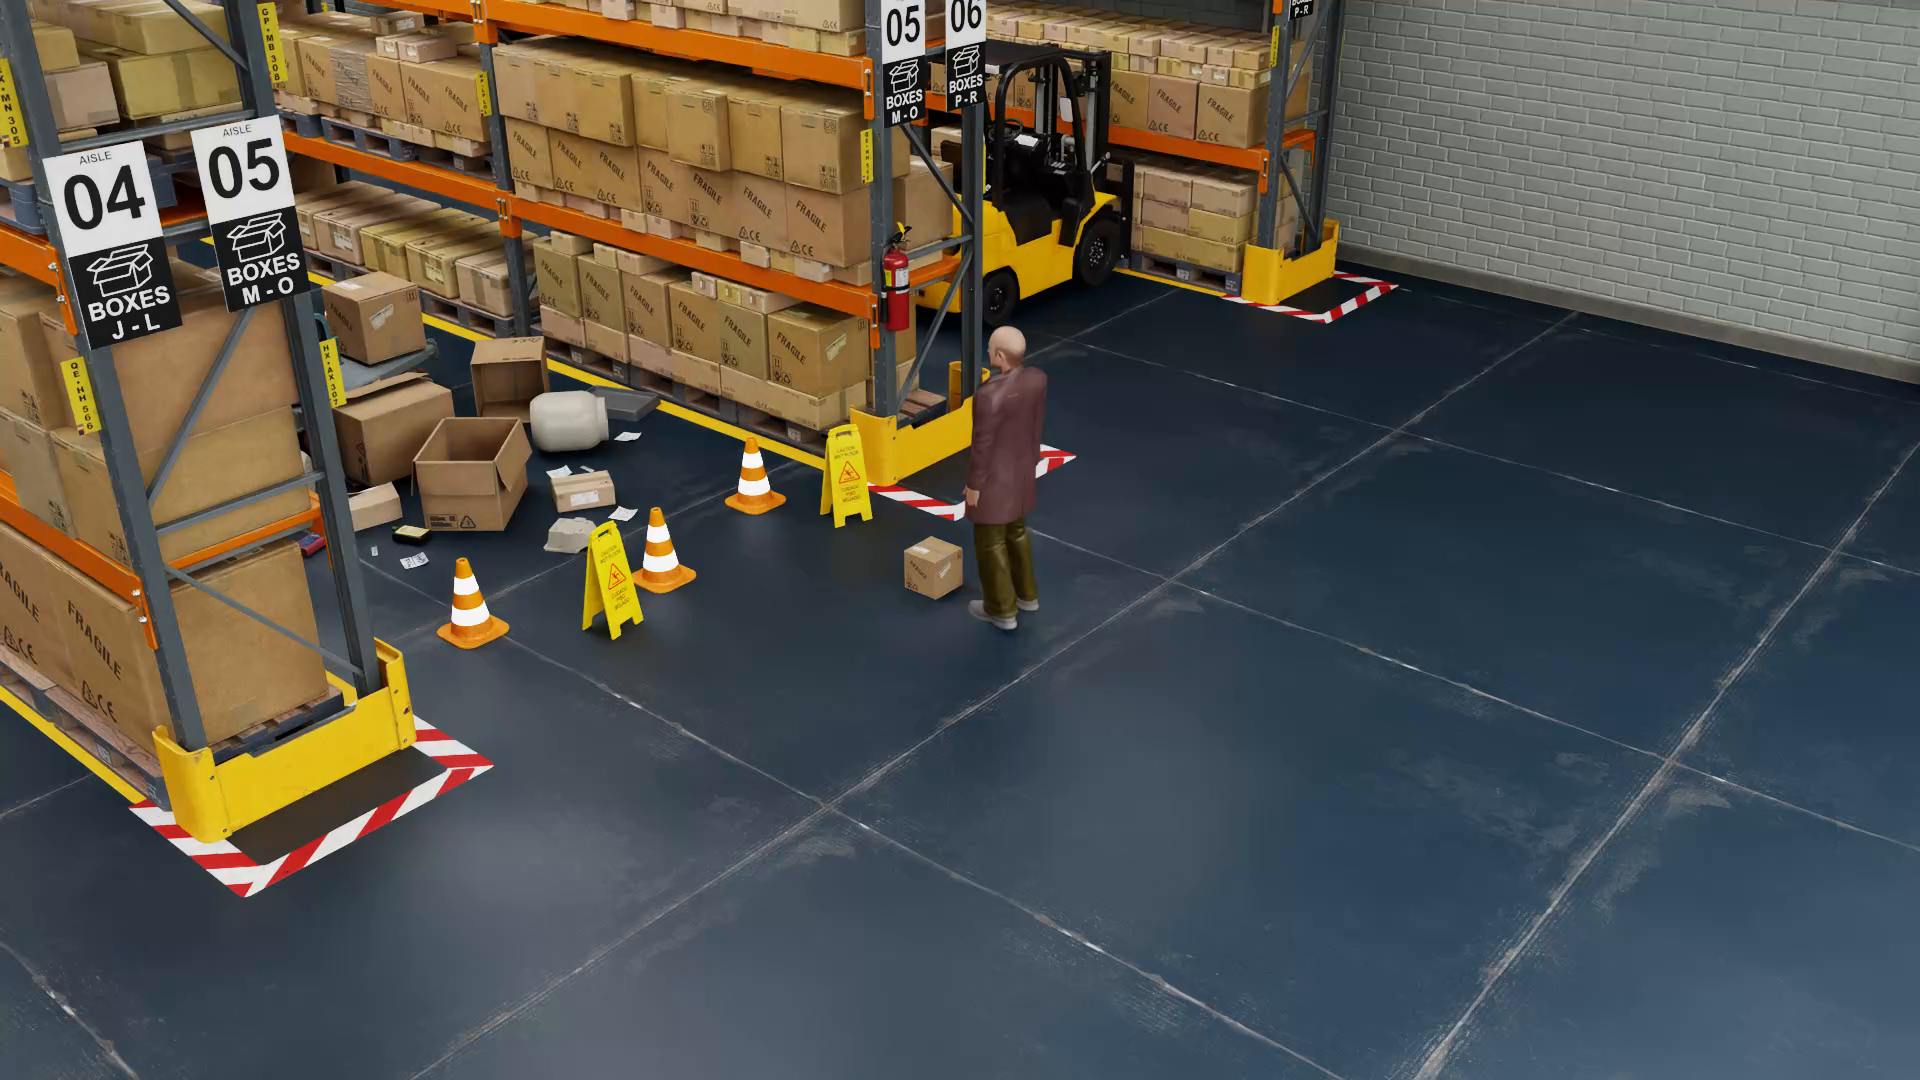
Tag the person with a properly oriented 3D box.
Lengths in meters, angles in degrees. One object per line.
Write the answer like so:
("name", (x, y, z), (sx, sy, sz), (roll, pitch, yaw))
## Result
("person", (0.226, -0.362, 9.354), (0.412, 1.781, 0.560), (21, 34, 35))
